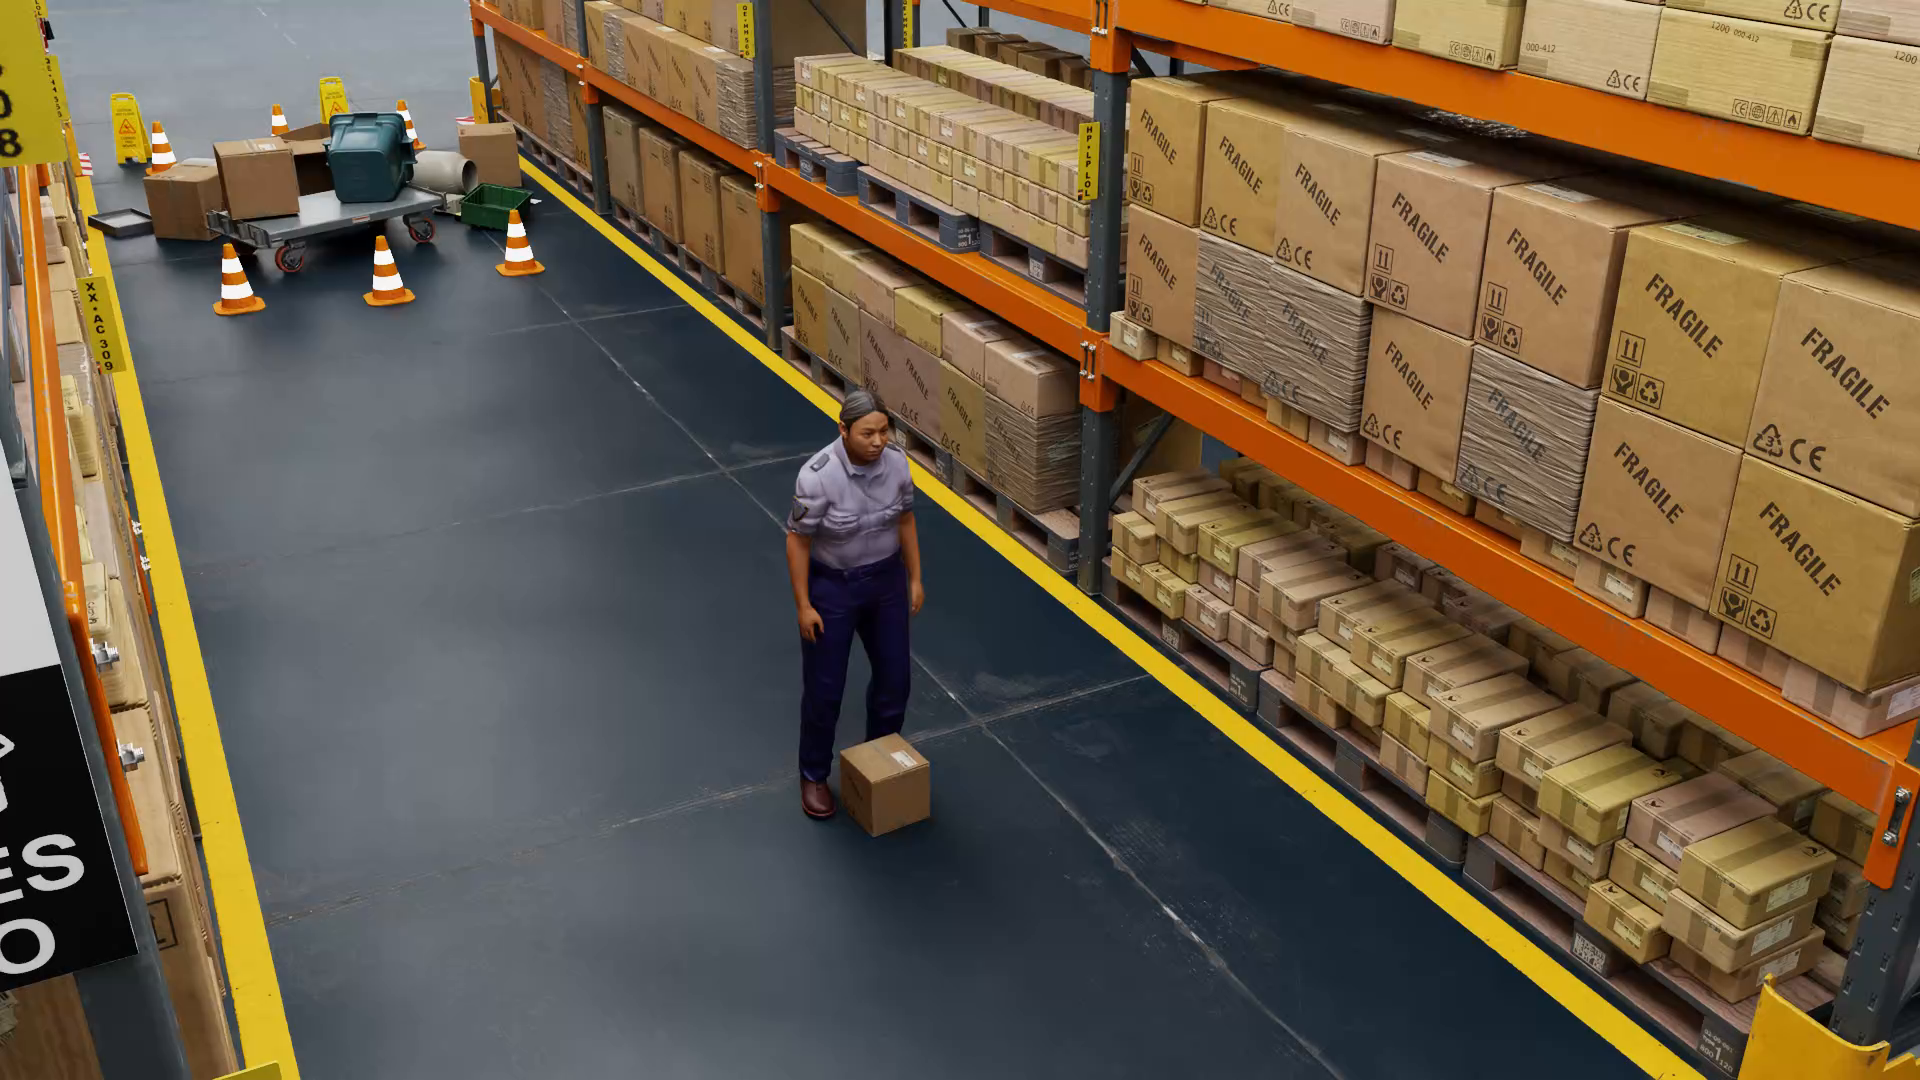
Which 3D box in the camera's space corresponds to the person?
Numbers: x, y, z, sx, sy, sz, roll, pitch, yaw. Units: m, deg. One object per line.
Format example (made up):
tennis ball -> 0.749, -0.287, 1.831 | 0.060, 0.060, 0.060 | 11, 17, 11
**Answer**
person -> -0.383, 0.215, 6.171 | 0.562, 1.653, 0.418 | -14, 29, -27
